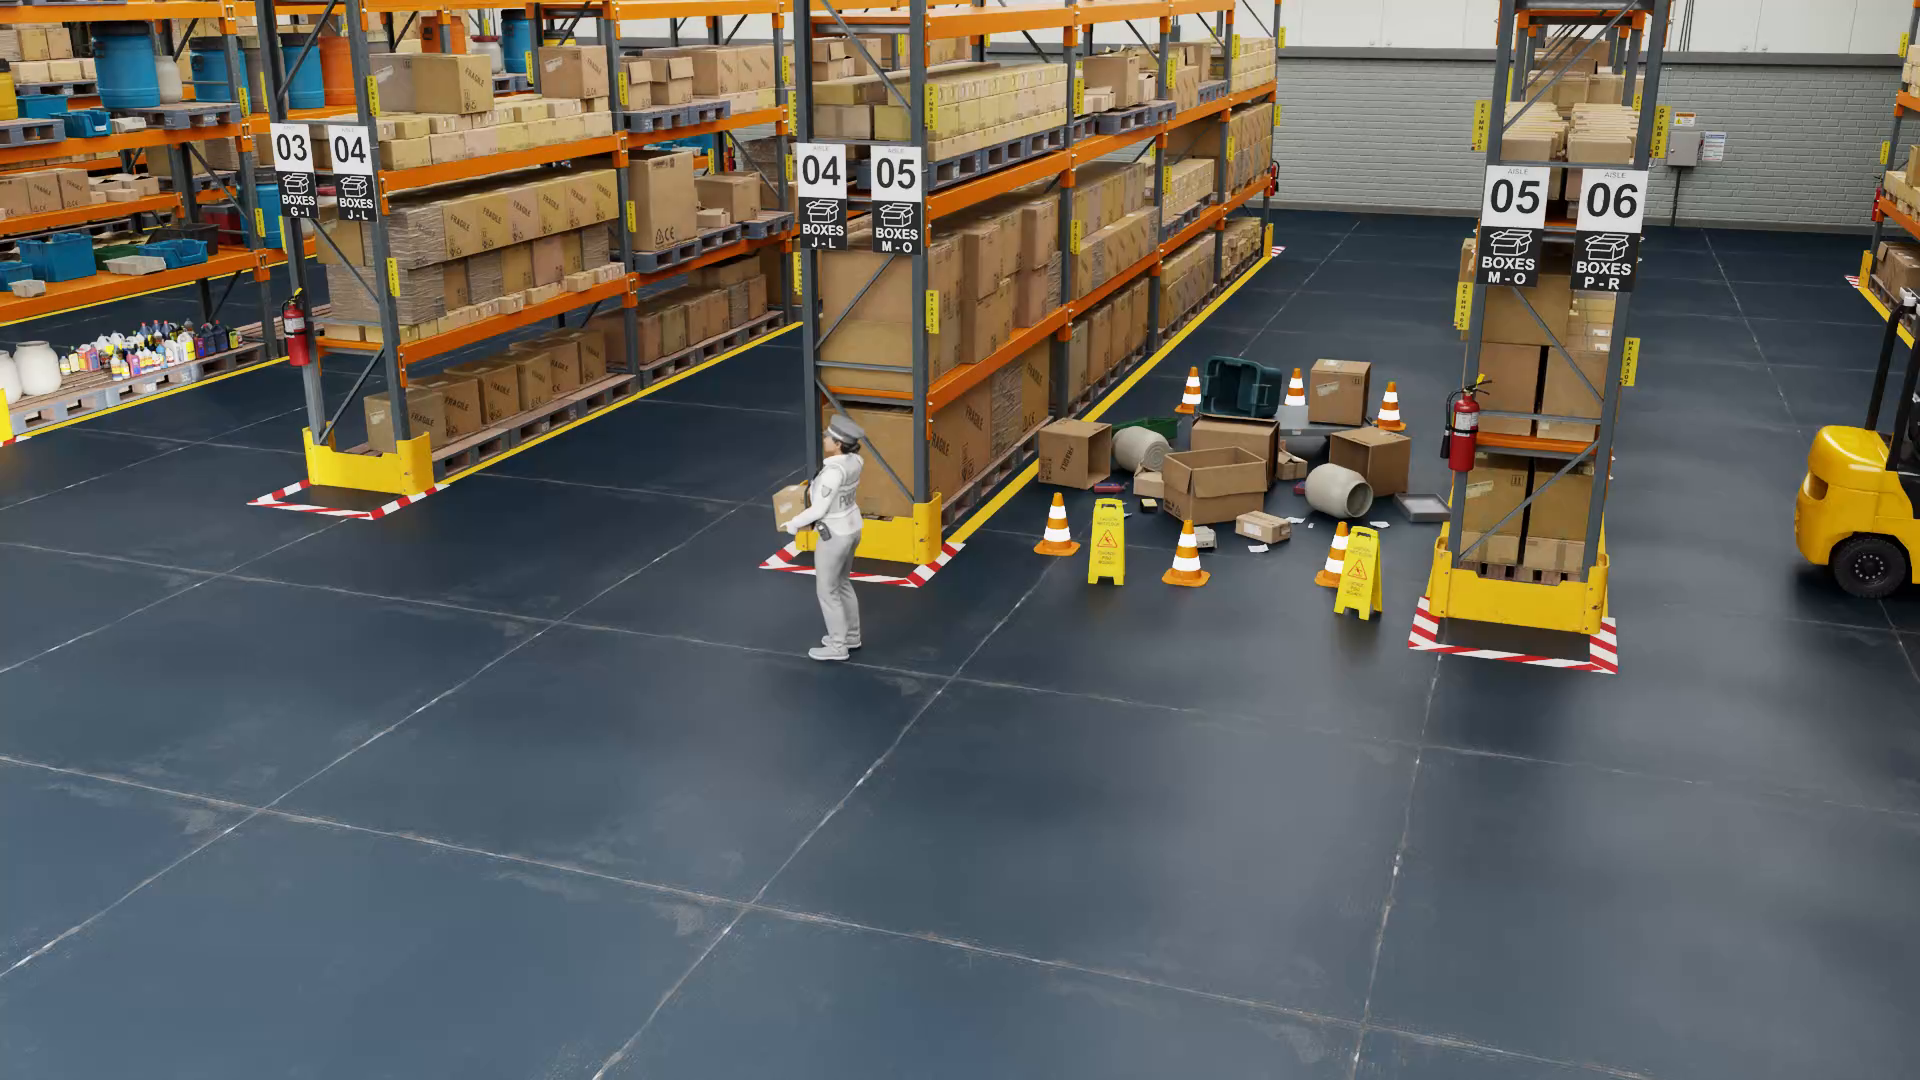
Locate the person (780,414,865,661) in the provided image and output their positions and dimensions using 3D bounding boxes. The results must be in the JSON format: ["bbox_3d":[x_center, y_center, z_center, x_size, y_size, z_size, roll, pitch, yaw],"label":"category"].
[{"bbox_3d":[-0.887,-0.033,11.119,0.563,1.686,0.460,6,20,18],"label":"person"}]
